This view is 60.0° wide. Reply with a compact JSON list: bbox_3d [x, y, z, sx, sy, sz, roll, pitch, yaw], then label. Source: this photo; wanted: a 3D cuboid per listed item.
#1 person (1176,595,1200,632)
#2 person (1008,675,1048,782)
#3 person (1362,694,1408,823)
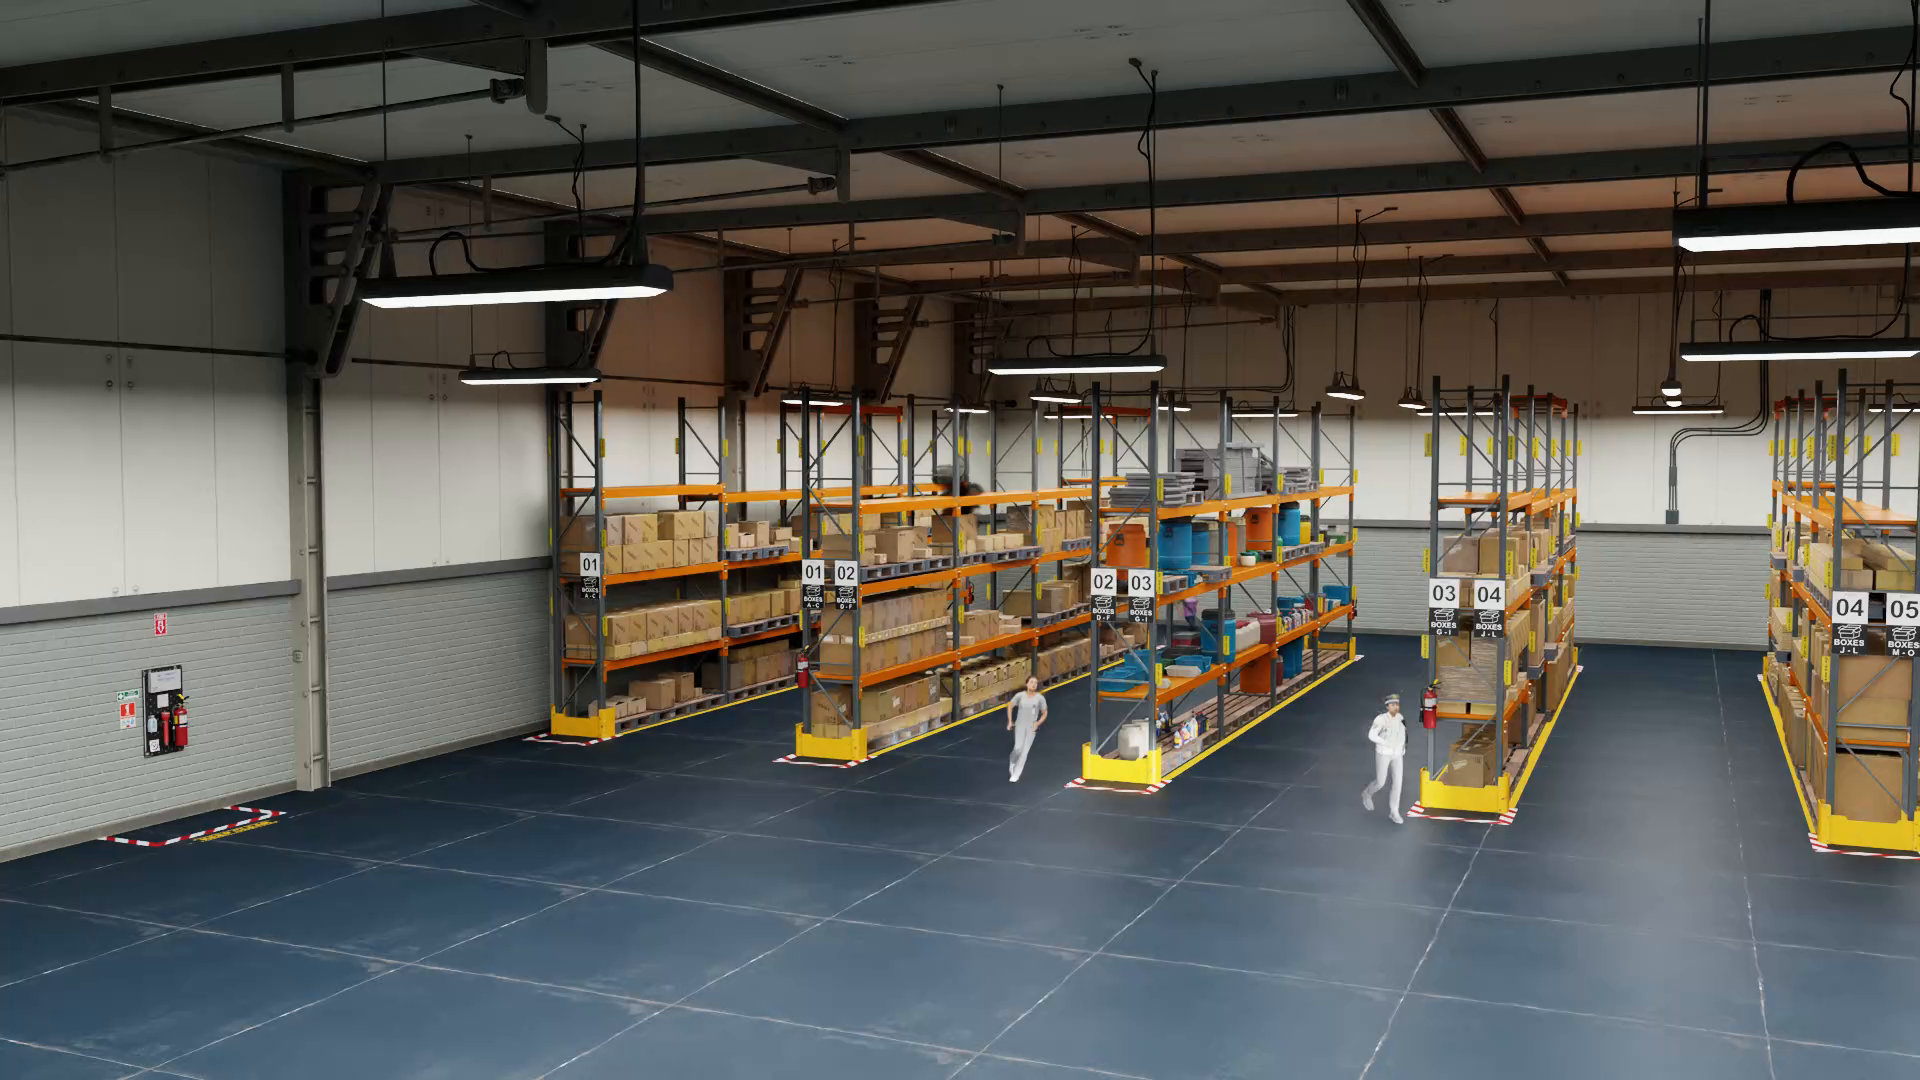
[{"bbox_3d":[5.724,1.905,41.459,0.602,1.606,0.744,-2,4,-30],"label":"person"},{"bbox_3d":[1.013,2.831,24.866,0.600,1.576,0.542,0,3,2],"label":"person"},{"bbox_3d":[5.798,2.912,22.480,0.624,1.675,0.859,-1,3,-15],"label":"person"}]
